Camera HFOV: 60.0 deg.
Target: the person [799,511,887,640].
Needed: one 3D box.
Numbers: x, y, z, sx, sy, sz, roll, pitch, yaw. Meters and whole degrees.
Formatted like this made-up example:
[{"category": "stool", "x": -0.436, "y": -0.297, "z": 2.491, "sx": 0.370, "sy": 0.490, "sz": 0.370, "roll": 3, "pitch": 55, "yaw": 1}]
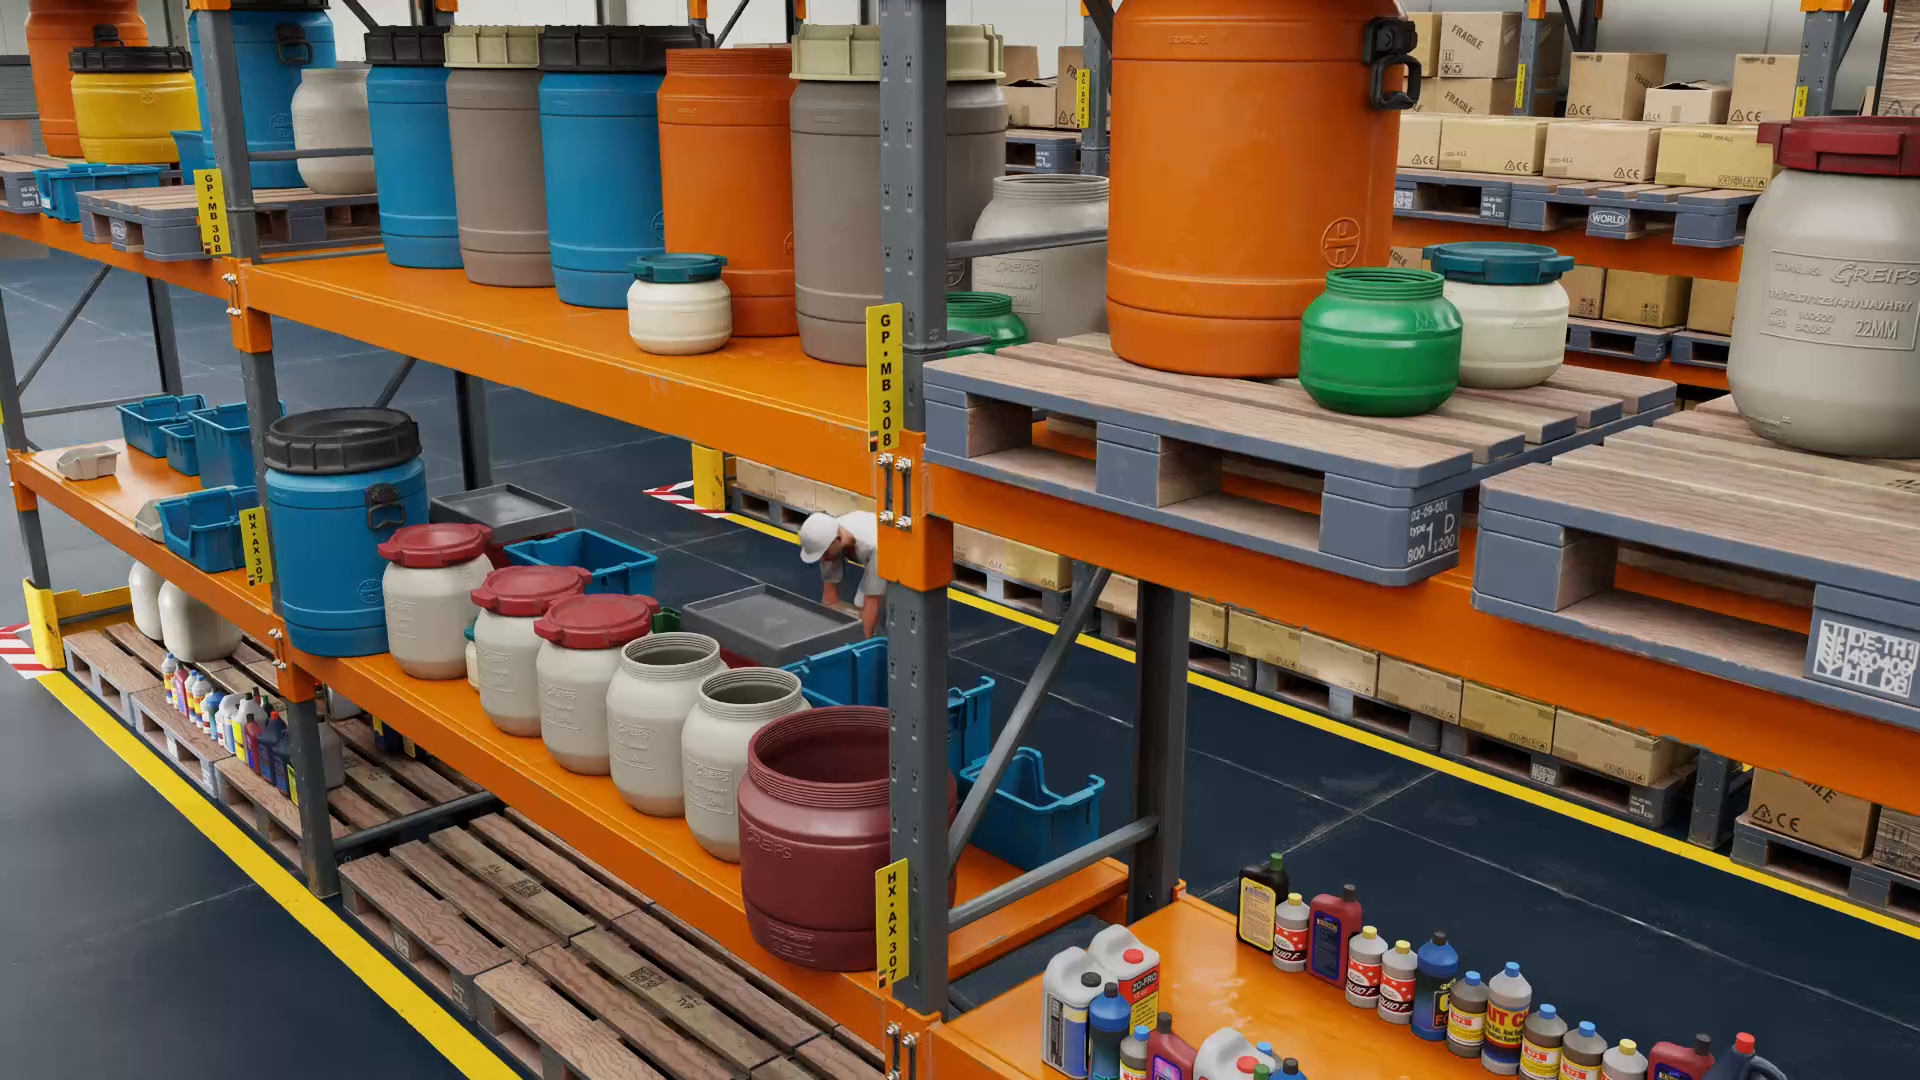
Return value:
[{"category": "person", "x": -0.504, "y": 0.384, "z": 9.152, "sx": 0.501, "sy": 1.258, "sz": 0.927, "roll": 16, "pitch": 23, "yaw": 42}]
